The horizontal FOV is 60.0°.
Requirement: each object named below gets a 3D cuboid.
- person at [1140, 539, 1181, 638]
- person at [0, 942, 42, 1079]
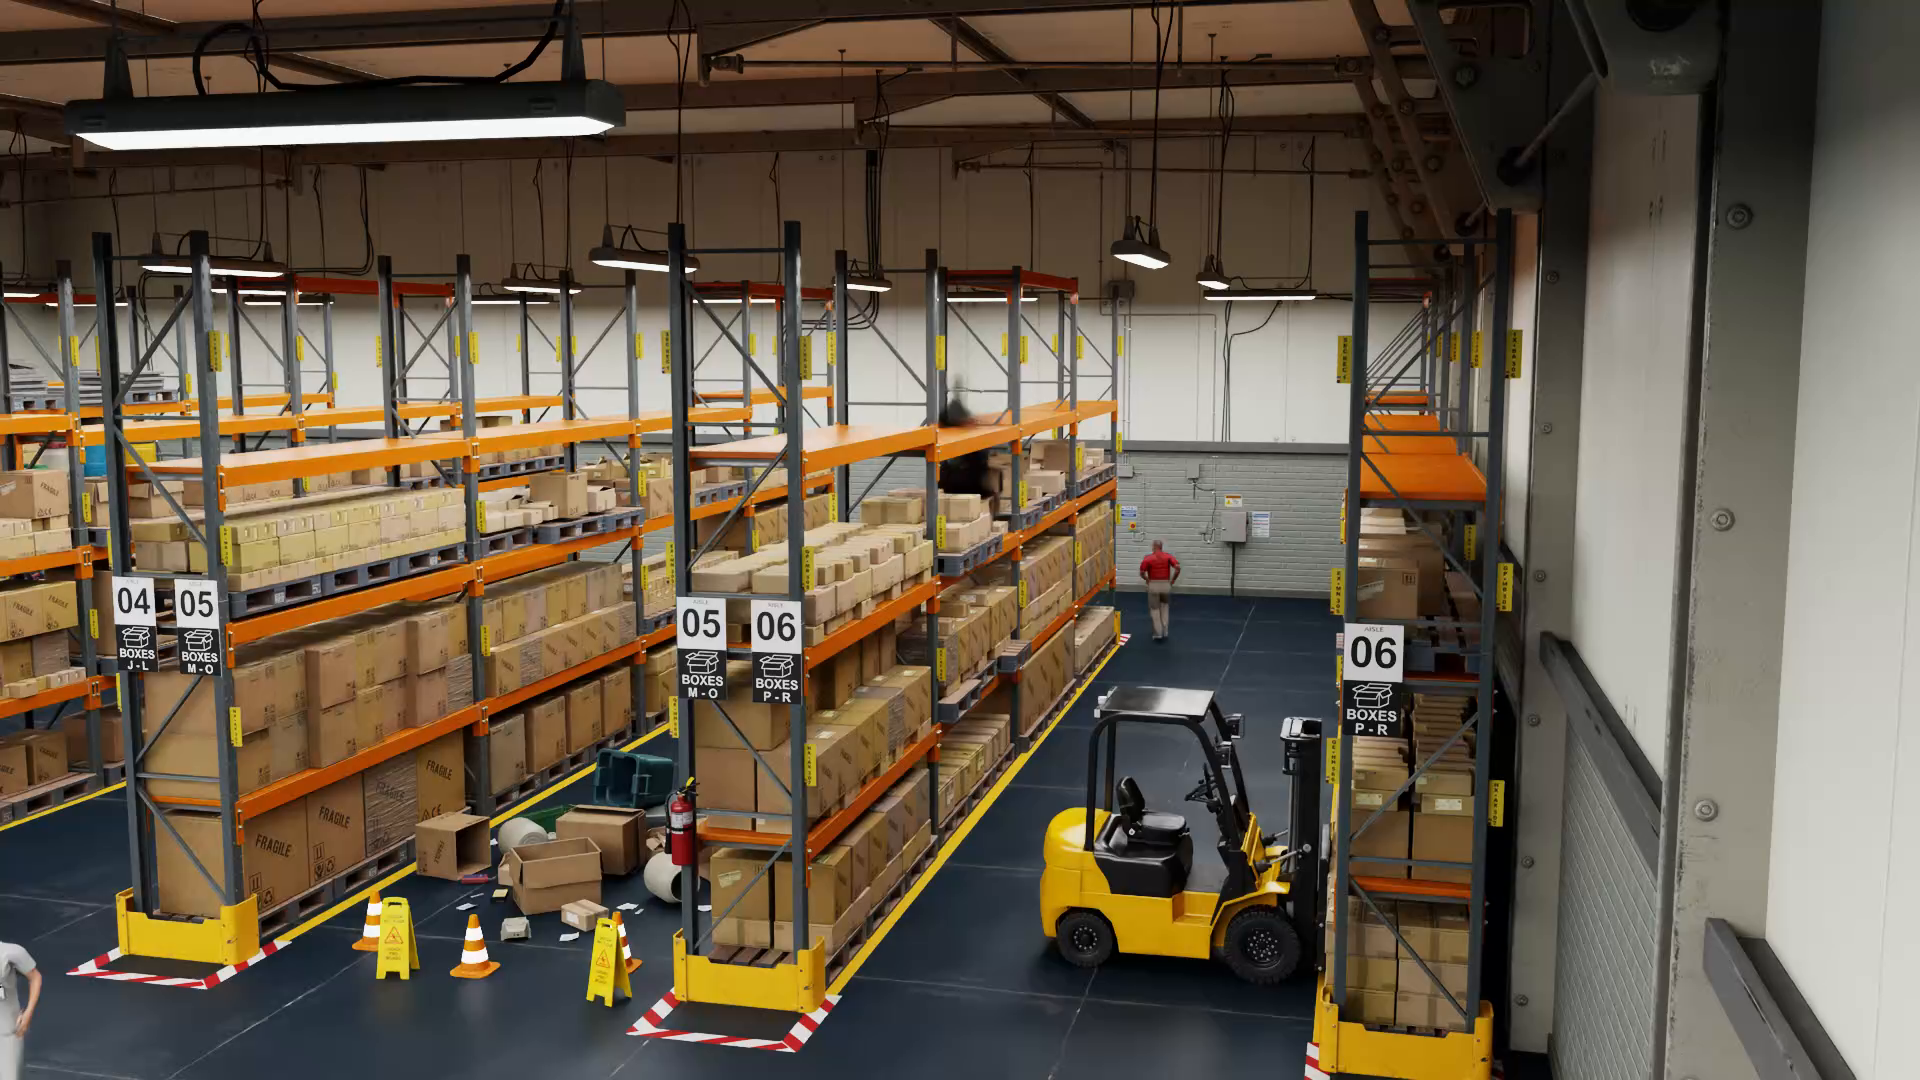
[{"bbox_3d":[3.408,0.859,28.524,0.673,1.753,0.678,-1,7,-5],"label":"person"},{"bbox_3d":[-6.080,3.099,10.454,0.567,1.636,0.547,-3,8,-22],"label":"person"}]
